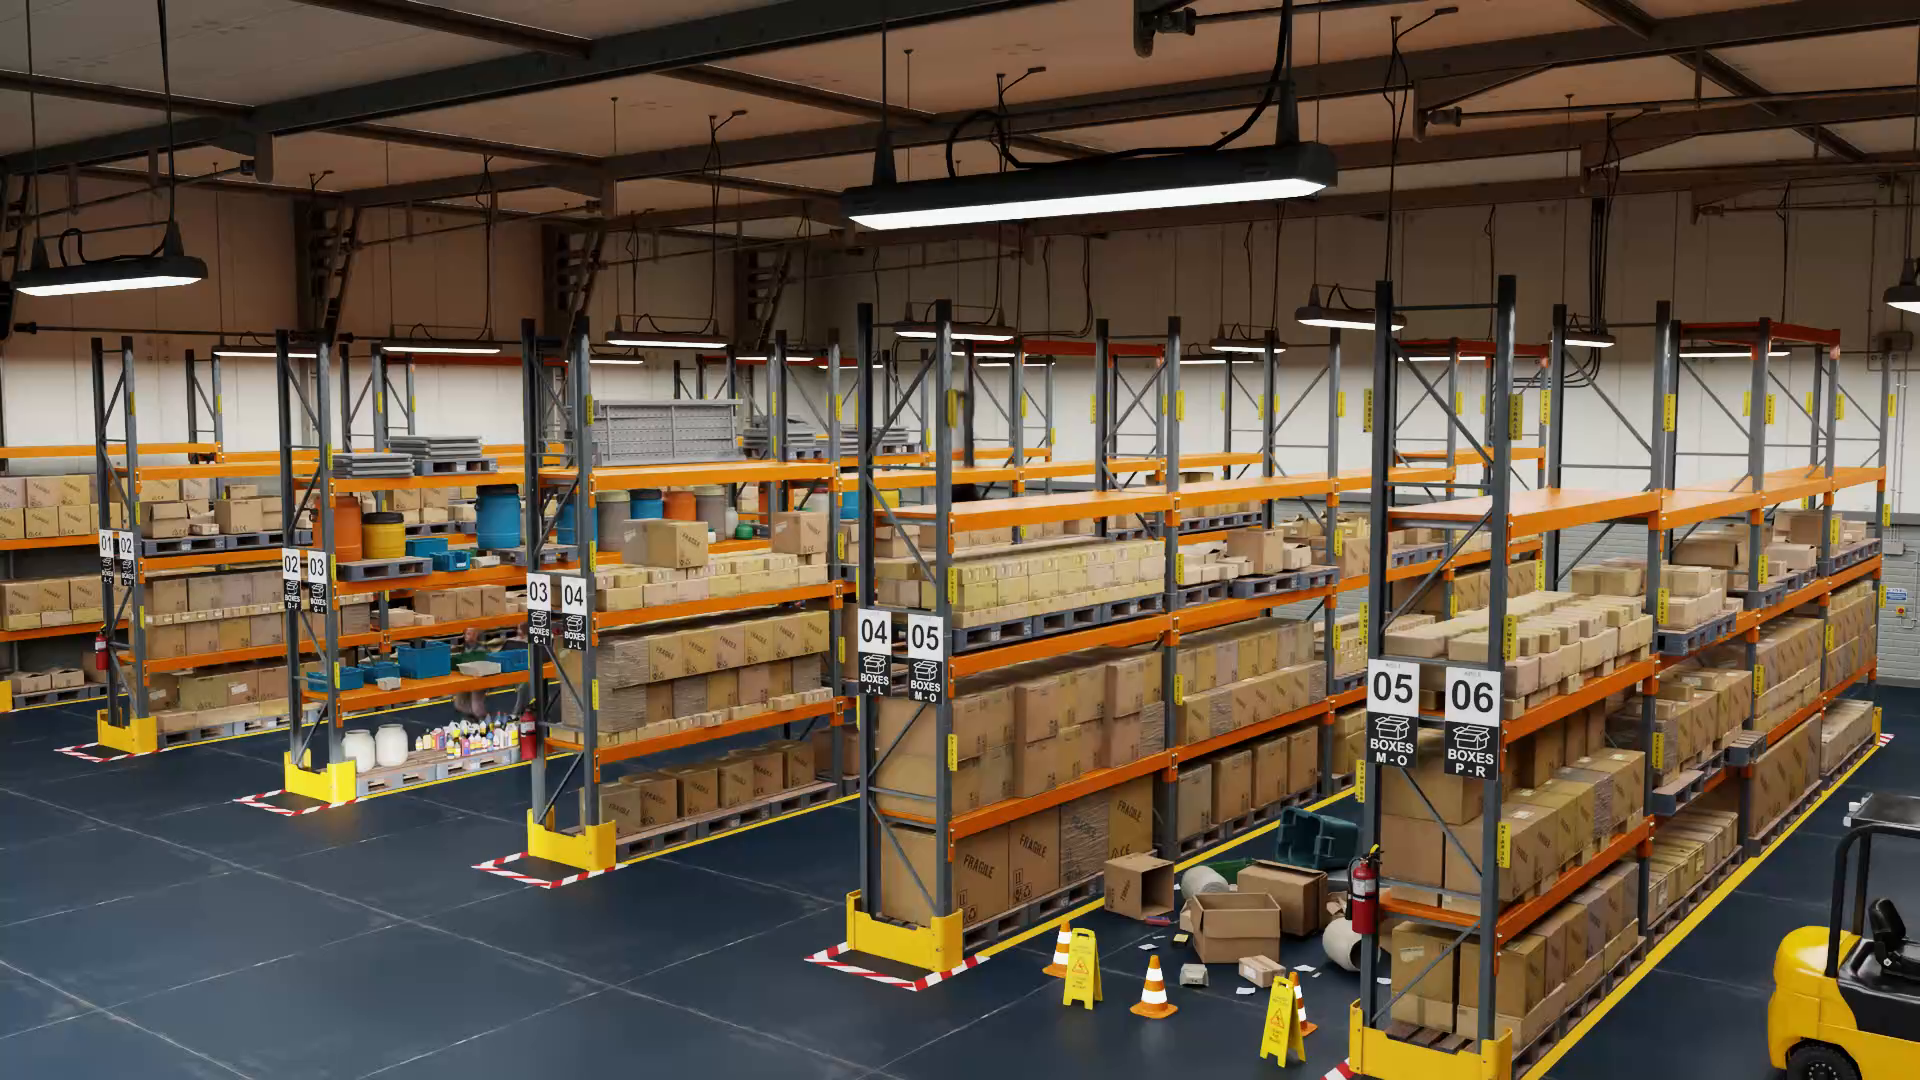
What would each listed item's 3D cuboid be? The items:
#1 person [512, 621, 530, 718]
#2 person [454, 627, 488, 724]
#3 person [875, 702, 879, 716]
[{"bbox_3d":[-6.876,2.077,26.462,0.564,1.581,0.921,2,5,25],"label":"person"},{"bbox_3d":[-7.364,2.143,25.047,0.643,1.670,0.661,4,6,37],"label":"person"},{"bbox_3d":[-1.244,2.158,25.210,0.574,1.628,0.758,3,6,32],"label":"person"}]
